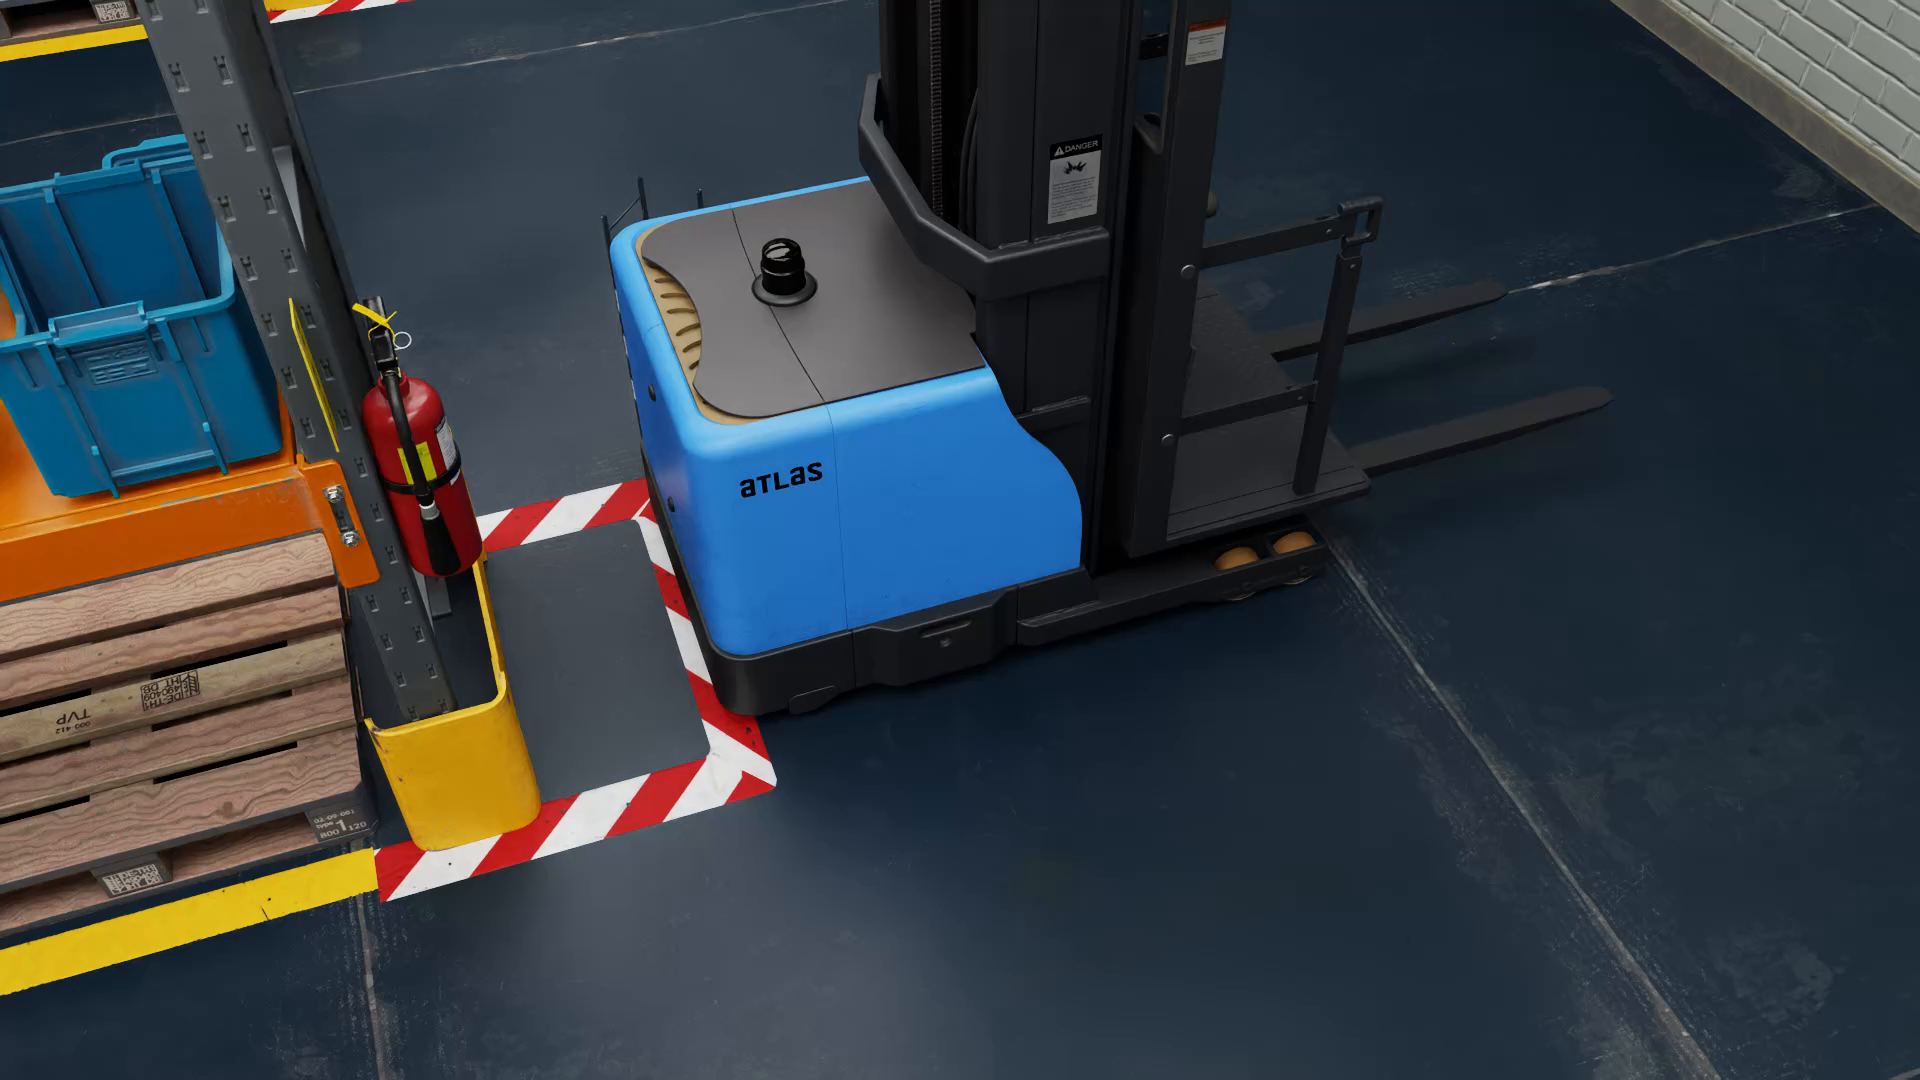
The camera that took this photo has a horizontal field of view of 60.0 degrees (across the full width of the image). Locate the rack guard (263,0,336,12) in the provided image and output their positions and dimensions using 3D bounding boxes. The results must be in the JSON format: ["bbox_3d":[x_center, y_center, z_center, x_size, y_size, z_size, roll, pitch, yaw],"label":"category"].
[{"bbox_3d":[-3.249,-3.033,7.920,0.348,0.500,1.175,-14,47,-14],"label":"rack guard"}]

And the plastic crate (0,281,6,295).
[{"bbox_3d":[-2.173,-0.698,3.972,0.298,0.136,0.250,-14,47,-14],"label":"plastic crate"}]

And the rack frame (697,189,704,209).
[{"bbox_3d":[-0.829,-0.666,5.278,0.006,0.900,0.240,15,47,15],"label":"rack frame"}]

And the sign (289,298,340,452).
[{"bbox_3d":[-1.297,-0.327,3.343,0.005,0.325,0.100,-14,47,-14],"label":"sign"}]

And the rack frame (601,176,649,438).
[{"bbox_3d":[-1.019,-0.718,5.330,0.006,0.900,0.240,15,47,15],"label":"rack frame"}]

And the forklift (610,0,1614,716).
[{"bbox_3d":[0.589,-1.188,4.365,3.031,2.935,1.130,-15,47,-14],"label":"forklift"}]

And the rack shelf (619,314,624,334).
[{"bbox_3d":[-0.924,-0.732,5.264,0.200,0.077,0.258,15,47,15],"label":"rack shelf"}]

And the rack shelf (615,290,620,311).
[{"bbox_3d":[-0.924,-0.796,5.200,0.200,0.077,0.258,15,47,15],"label":"rack shelf"}]

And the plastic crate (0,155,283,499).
[{"bbox_3d":[-1.751,-0.461,3.524,0.499,0.435,0.616,-14,47,-14],"label":"plastic crate"}]

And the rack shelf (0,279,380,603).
[{"bbox_3d":[-3.380,0.103,3.538,4.000,0.370,1.077,-14,47,-14],"label":"rack shelf"}]

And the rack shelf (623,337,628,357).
[{"bbox_3d":[-0.924,-0.668,5.328,0.200,0.077,0.258,15,47,15],"label":"rack shelf"}]

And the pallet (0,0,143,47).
[{"bbox_3d":[-3.998,-2.738,7.830,1.213,0.211,1.003,-14,47,-14],"label":"pallet"}]

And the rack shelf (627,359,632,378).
[{"bbox_3d":[-0.924,-0.605,5.392,0.200,0.077,0.258,15,47,15],"label":"rack shelf"}]

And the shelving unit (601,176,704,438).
[{"bbox_3d":[-0.924,-0.692,5.304,0.210,0.900,0.258,15,47,15],"label":"shelving unit"}]

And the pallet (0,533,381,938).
[{"bbox_3d":[-2.288,0.524,4.578,1.213,0.211,1.003,-14,47,-14],"label":"pallet"}]

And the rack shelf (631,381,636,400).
[{"bbox_3d":[-0.924,-0.541,5.455,0.200,0.077,0.258,15,47,15],"label":"rack shelf"}]

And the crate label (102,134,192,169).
[{"bbox_3d":[-1.843,-0.754,3.960,0.303,0.233,0.416,-14,47,-14],"label":"crate label"}]

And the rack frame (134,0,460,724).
[{"bbox_3d":[-1.499,-0.632,3.763,0.127,3.000,1.000,-14,47,-14],"label":"rack frame"}]

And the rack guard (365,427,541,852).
[{"bbox_3d":[-1.481,0.236,4.662,0.348,0.500,1.175,-14,47,-14],"label":"rack guard"}]

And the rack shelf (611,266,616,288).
[{"bbox_3d":[-0.924,-0.859,5.137,0.200,0.077,0.258,15,47,15],"label":"rack shelf"}]

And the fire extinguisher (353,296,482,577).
[{"bbox_3d":[-1.203,-0.207,3.656,0.183,0.674,0.296,-14,47,-14],"label":"fire extinguisher"}]
